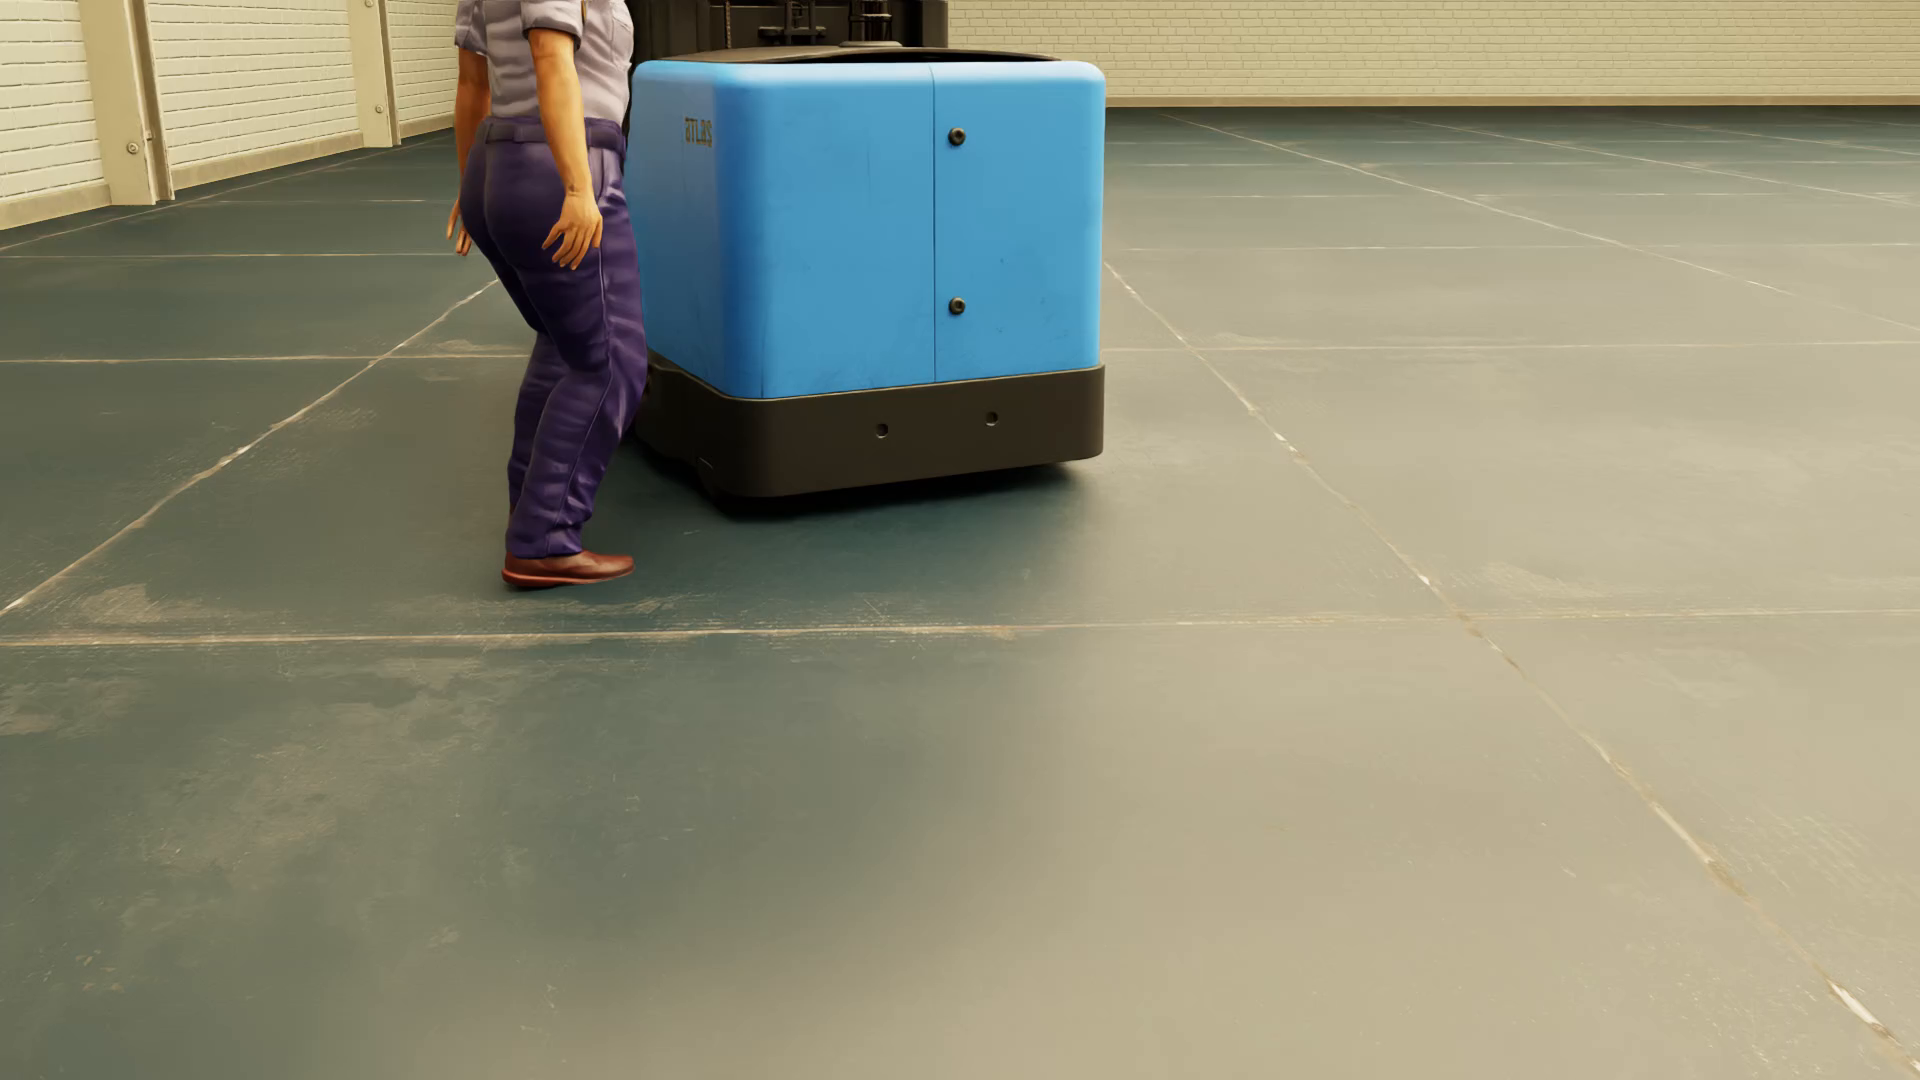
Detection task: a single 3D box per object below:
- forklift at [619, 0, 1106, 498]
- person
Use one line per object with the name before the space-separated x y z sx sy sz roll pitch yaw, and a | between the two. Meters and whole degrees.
forklift | -0.710 -1.889 5.083 1.130 2.935 3.031 -8 19 -24
person | -0.902 -0.726 3.576 0.395 1.624 0.827 -11 20 -31
